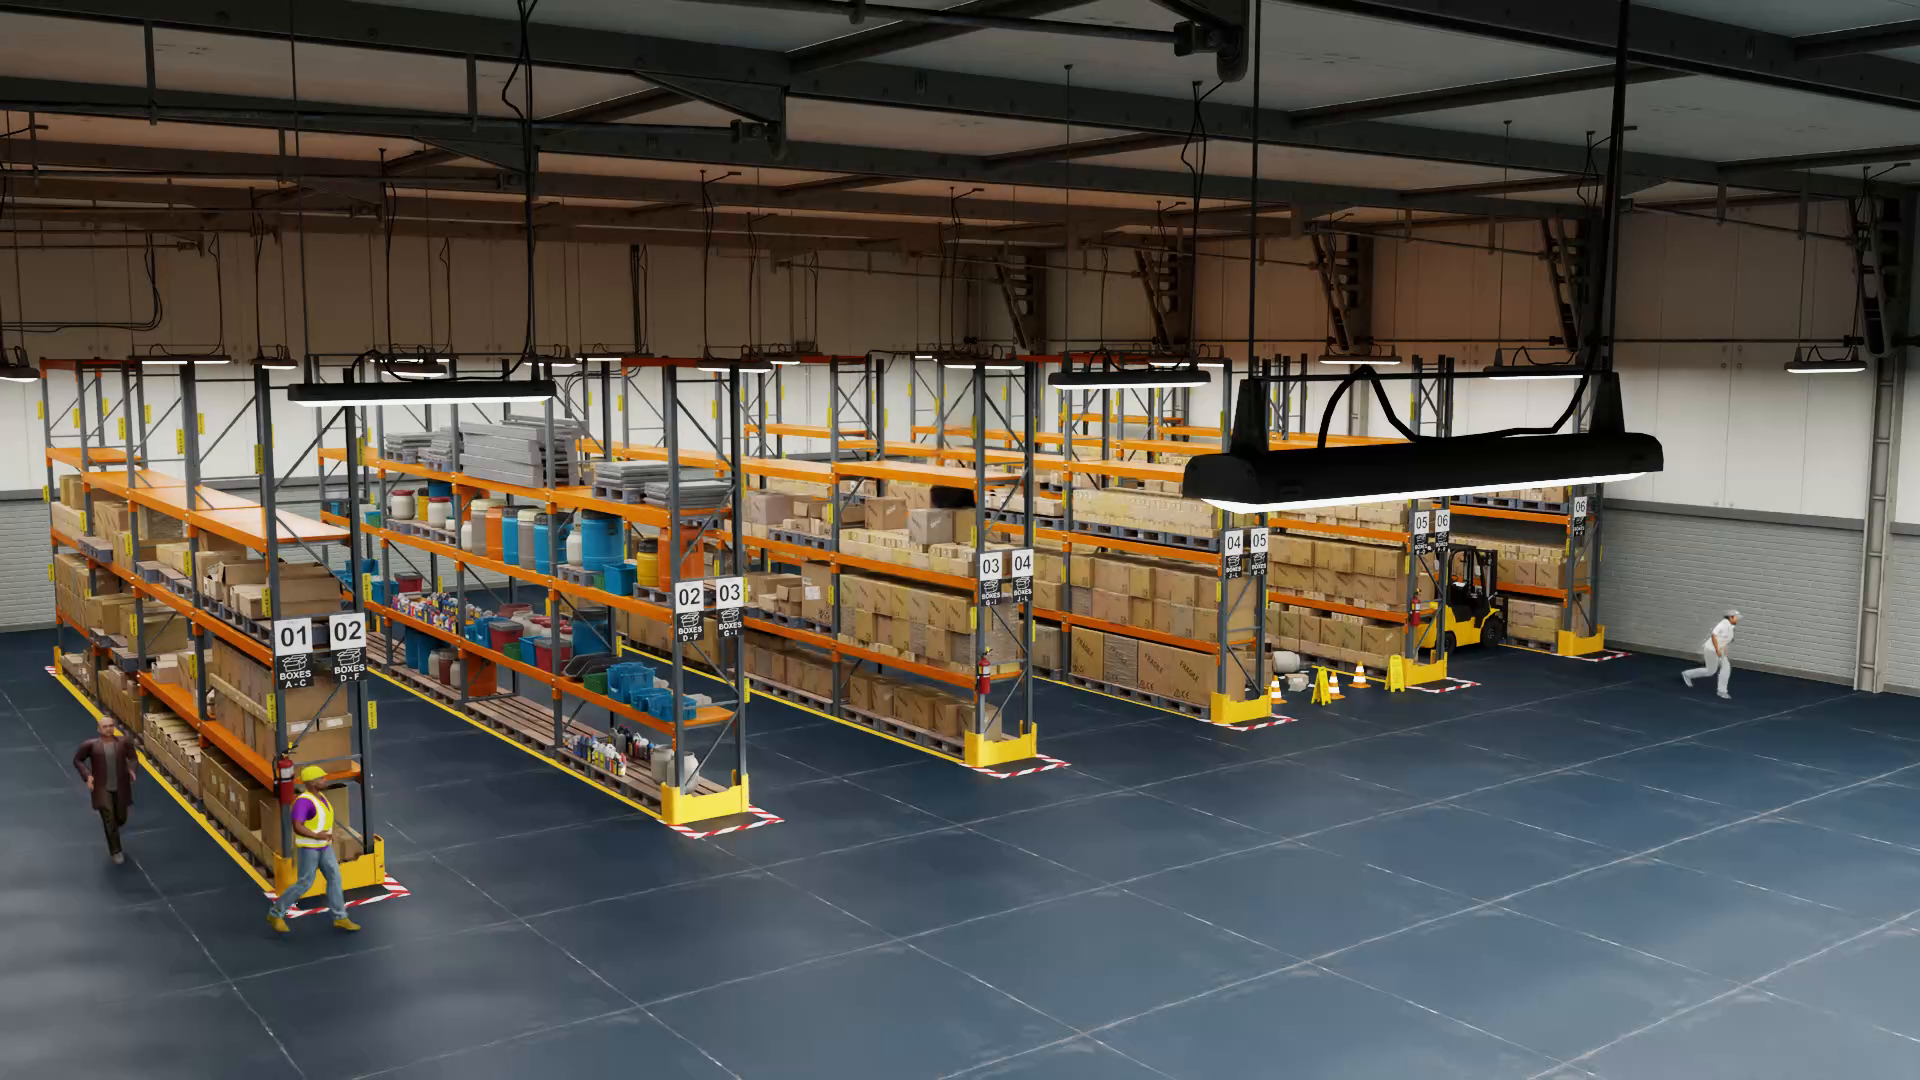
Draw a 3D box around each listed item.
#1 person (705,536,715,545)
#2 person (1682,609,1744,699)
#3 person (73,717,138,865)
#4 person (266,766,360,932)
[{"bbox_3d":[-6.158,0.637,40.554,0.636,1.657,0.572,3,7,21],"label":"person"},{"bbox_3d":[13.430,2.013,29.680,0.964,1.621,0.615,5,8,33],"label":"person"},{"bbox_3d":[-10.409,3.079,20.350,0.711,1.683,0.808,-5,9,-37],"label":"person"},{"bbox_3d":[-6.919,3.309,17.909,0.953,1.754,0.758,0,7,2],"label":"person"}]
